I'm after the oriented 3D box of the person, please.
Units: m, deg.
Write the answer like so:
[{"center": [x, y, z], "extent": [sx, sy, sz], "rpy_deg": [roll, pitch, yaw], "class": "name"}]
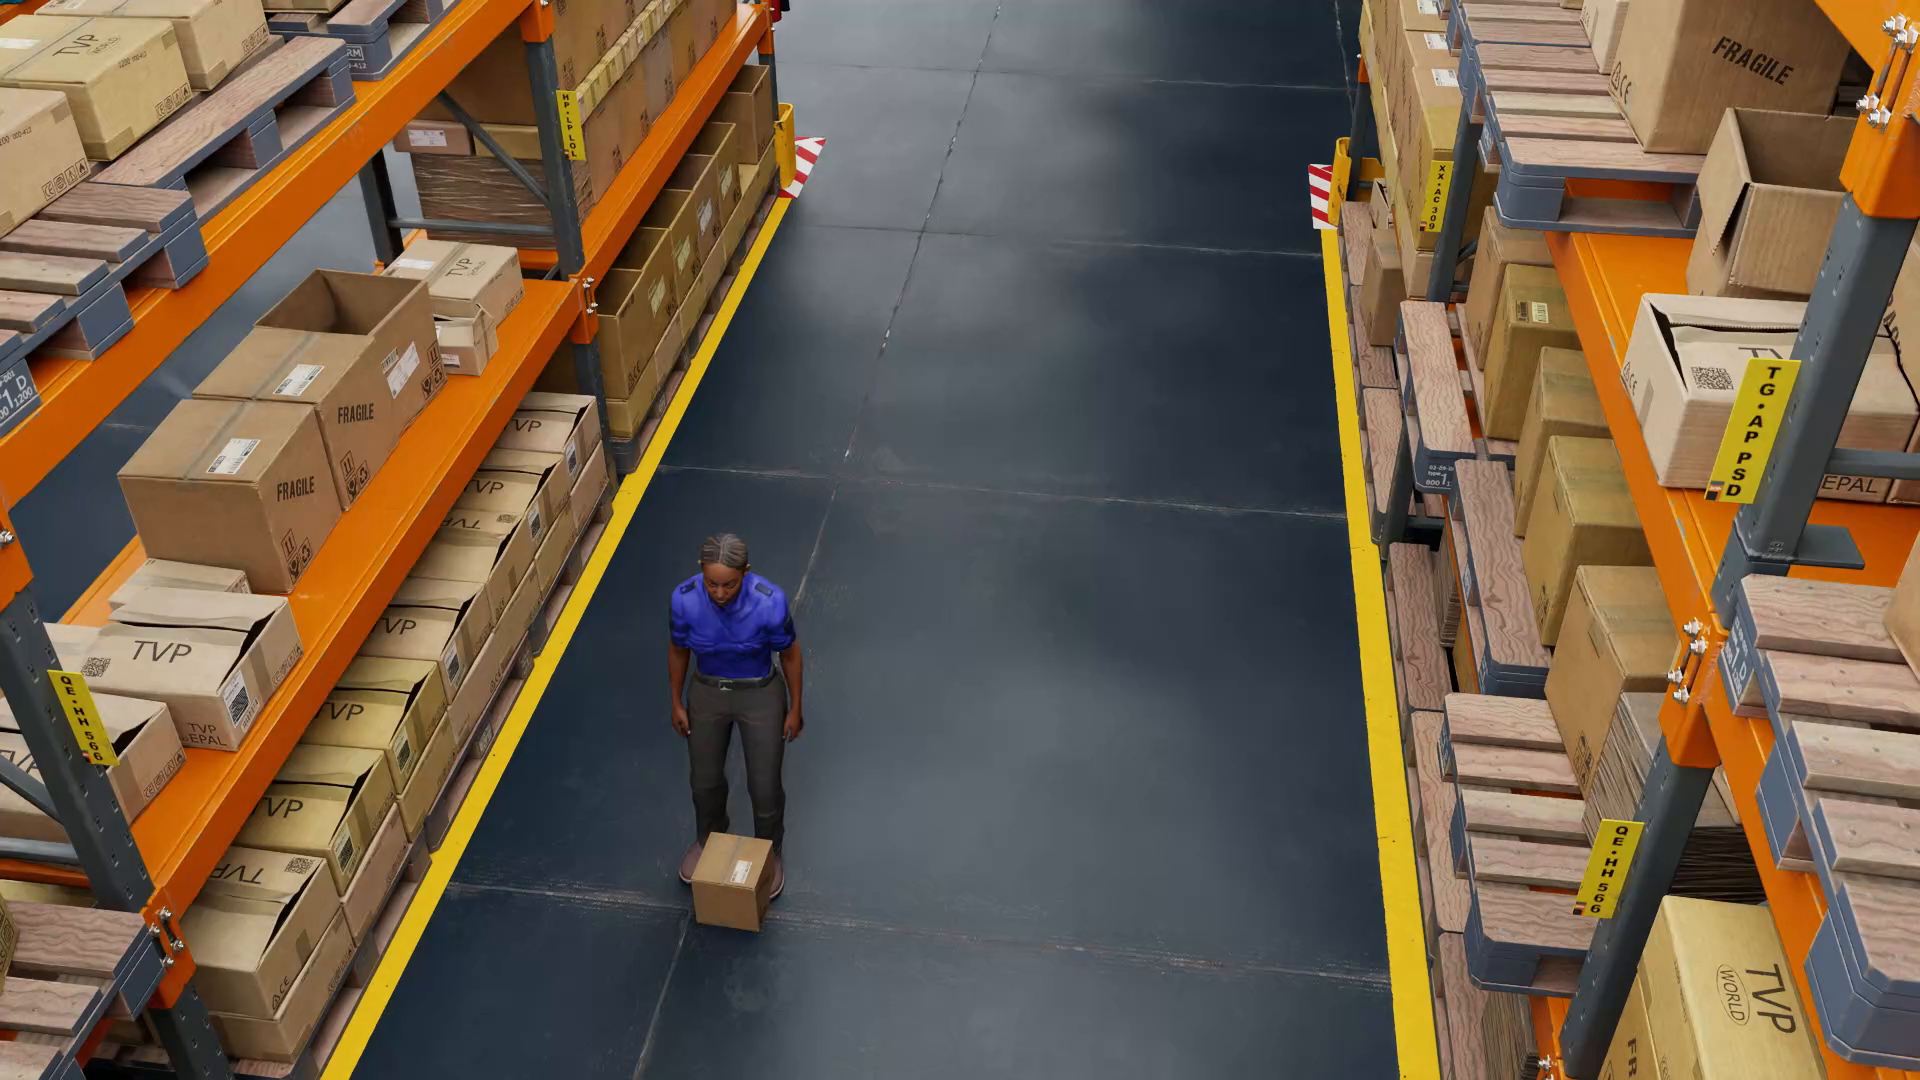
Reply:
[{"center": [-0.847, 0.632, 6.184], "extent": [0.531, 1.654, 0.402], "rpy_deg": [2, 36, 3], "class": "person"}]
